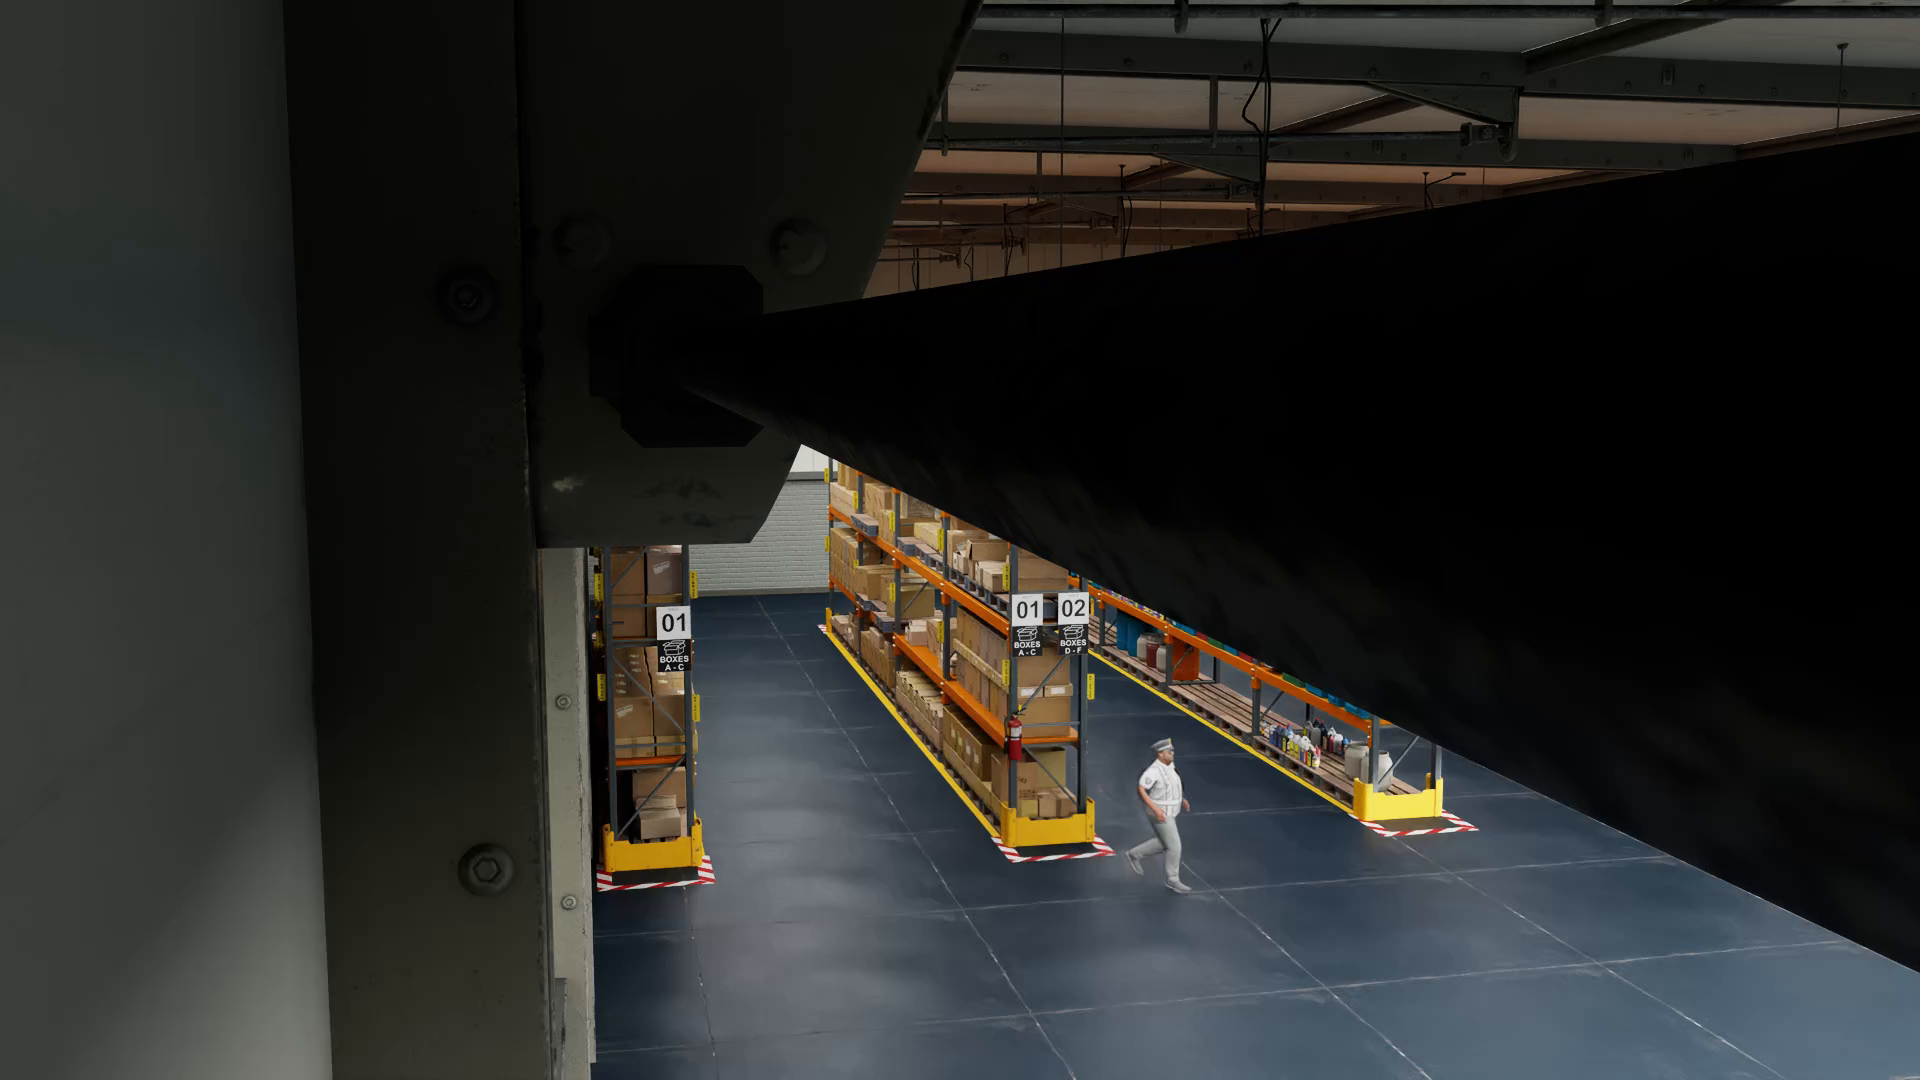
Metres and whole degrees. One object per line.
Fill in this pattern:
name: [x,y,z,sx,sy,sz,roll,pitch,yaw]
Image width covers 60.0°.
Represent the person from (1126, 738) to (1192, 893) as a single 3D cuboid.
person: [2.313,3.174,19.369,0.859,1.786,0.683,3,8,26]
